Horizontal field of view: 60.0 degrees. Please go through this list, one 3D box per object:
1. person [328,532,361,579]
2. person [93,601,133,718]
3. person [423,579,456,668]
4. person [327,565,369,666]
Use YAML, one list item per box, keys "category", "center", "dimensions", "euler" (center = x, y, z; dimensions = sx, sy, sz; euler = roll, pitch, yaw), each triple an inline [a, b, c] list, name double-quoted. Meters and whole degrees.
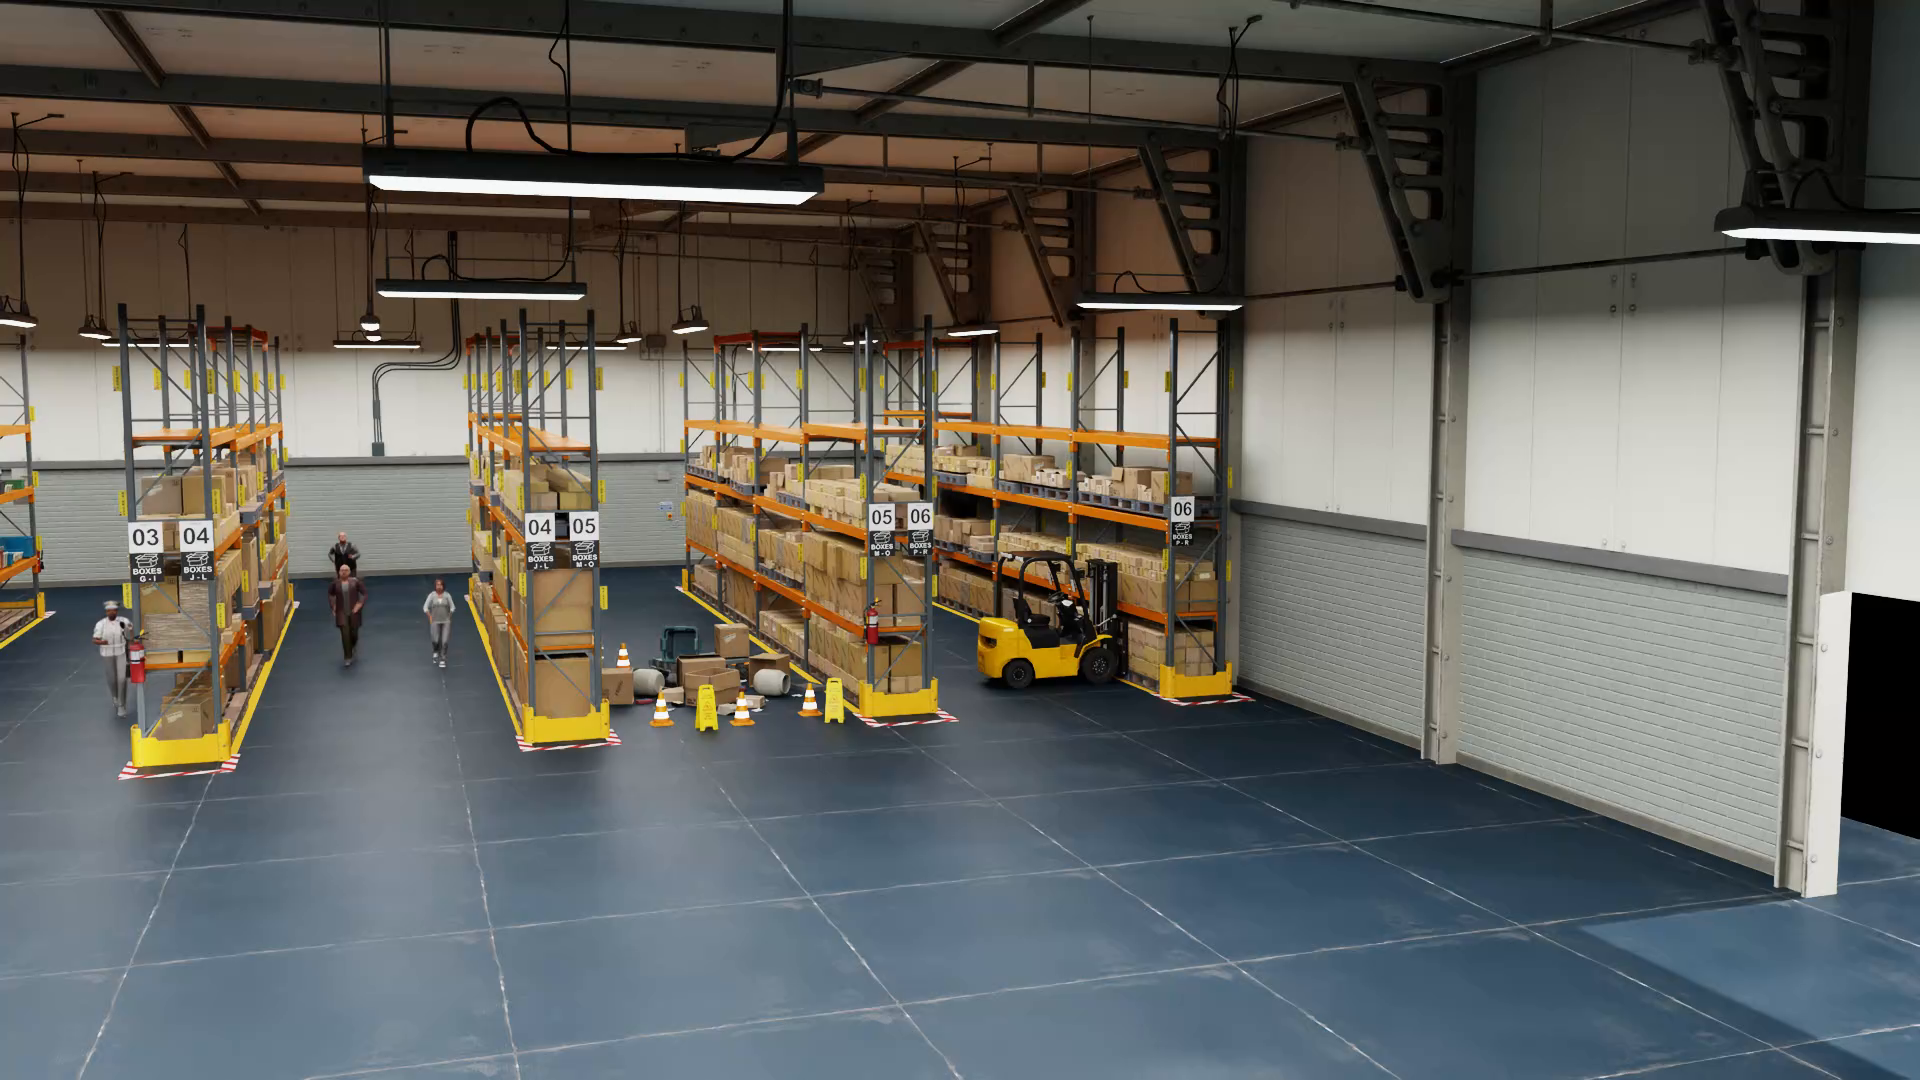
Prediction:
- category: "person"
  center: [-13.452, 0.702, 36.392]
  dimensions: [0.658, 1.776, 0.764]
  euler: [-2, 6, -23]
- category: "person"
  center: [-12.802, 1.770, 25.183]
  dimensions: [0.570, 1.739, 0.862]
  euler: [-2, 6, -23]
- category: "person"
  center: [-9.115, 1.463, 29.166]
  dimensions: [0.534, 1.552, 0.553]
  euler: [-2, 6, -21]
- category: "person"
  center: [-10.886, 1.313, 29.605]
  dimensions: [0.705, 1.775, 0.864]
  euler: [-1, 6, -15]
